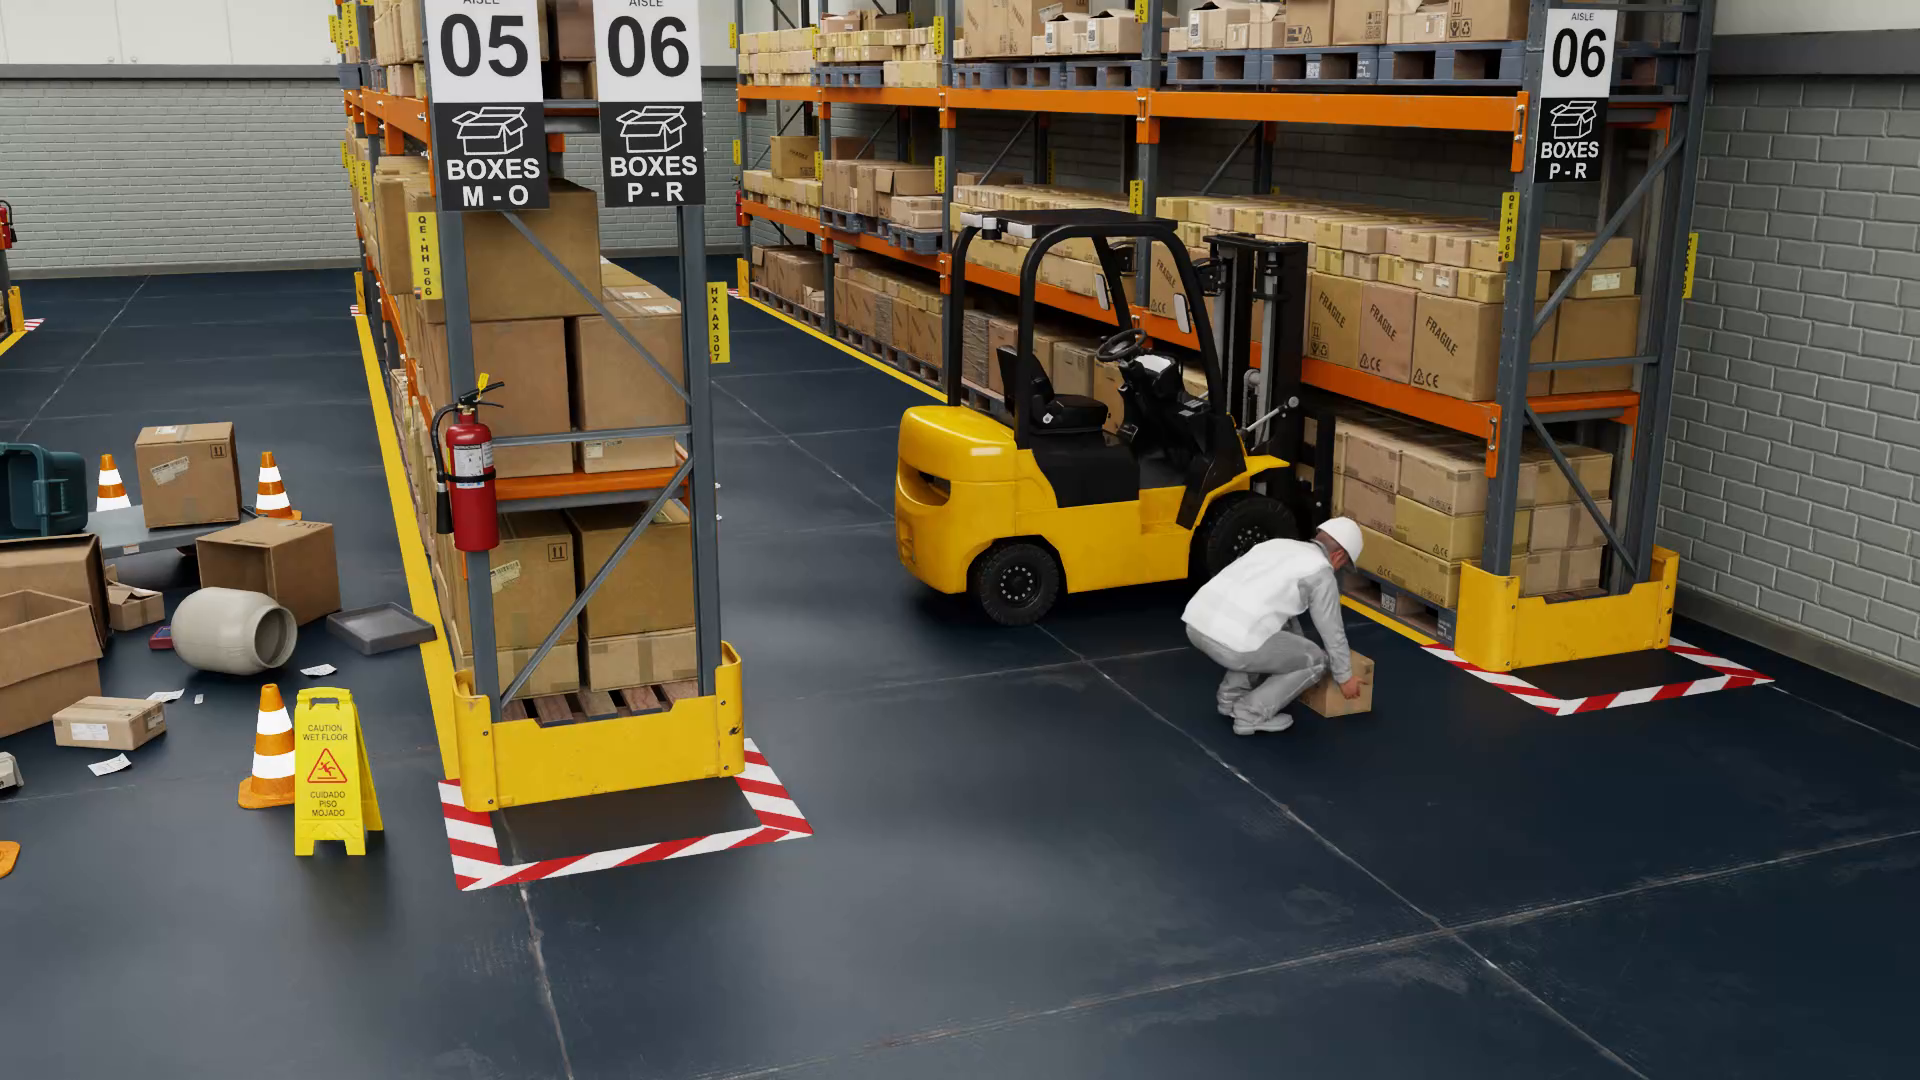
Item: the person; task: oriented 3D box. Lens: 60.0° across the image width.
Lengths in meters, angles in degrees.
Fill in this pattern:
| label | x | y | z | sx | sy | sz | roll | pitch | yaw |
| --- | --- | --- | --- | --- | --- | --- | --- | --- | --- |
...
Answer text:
| label | x | y | z | sx | sy | sz | roll | pitch | yaw |
| --- | --- | --- | --- | --- | --- | --- | --- | --- | --- |
| person | 1.474 | 0.382 | 7.713 | 0.913 | 0.916 | 0.536 | -6 | 17 | -20 |
